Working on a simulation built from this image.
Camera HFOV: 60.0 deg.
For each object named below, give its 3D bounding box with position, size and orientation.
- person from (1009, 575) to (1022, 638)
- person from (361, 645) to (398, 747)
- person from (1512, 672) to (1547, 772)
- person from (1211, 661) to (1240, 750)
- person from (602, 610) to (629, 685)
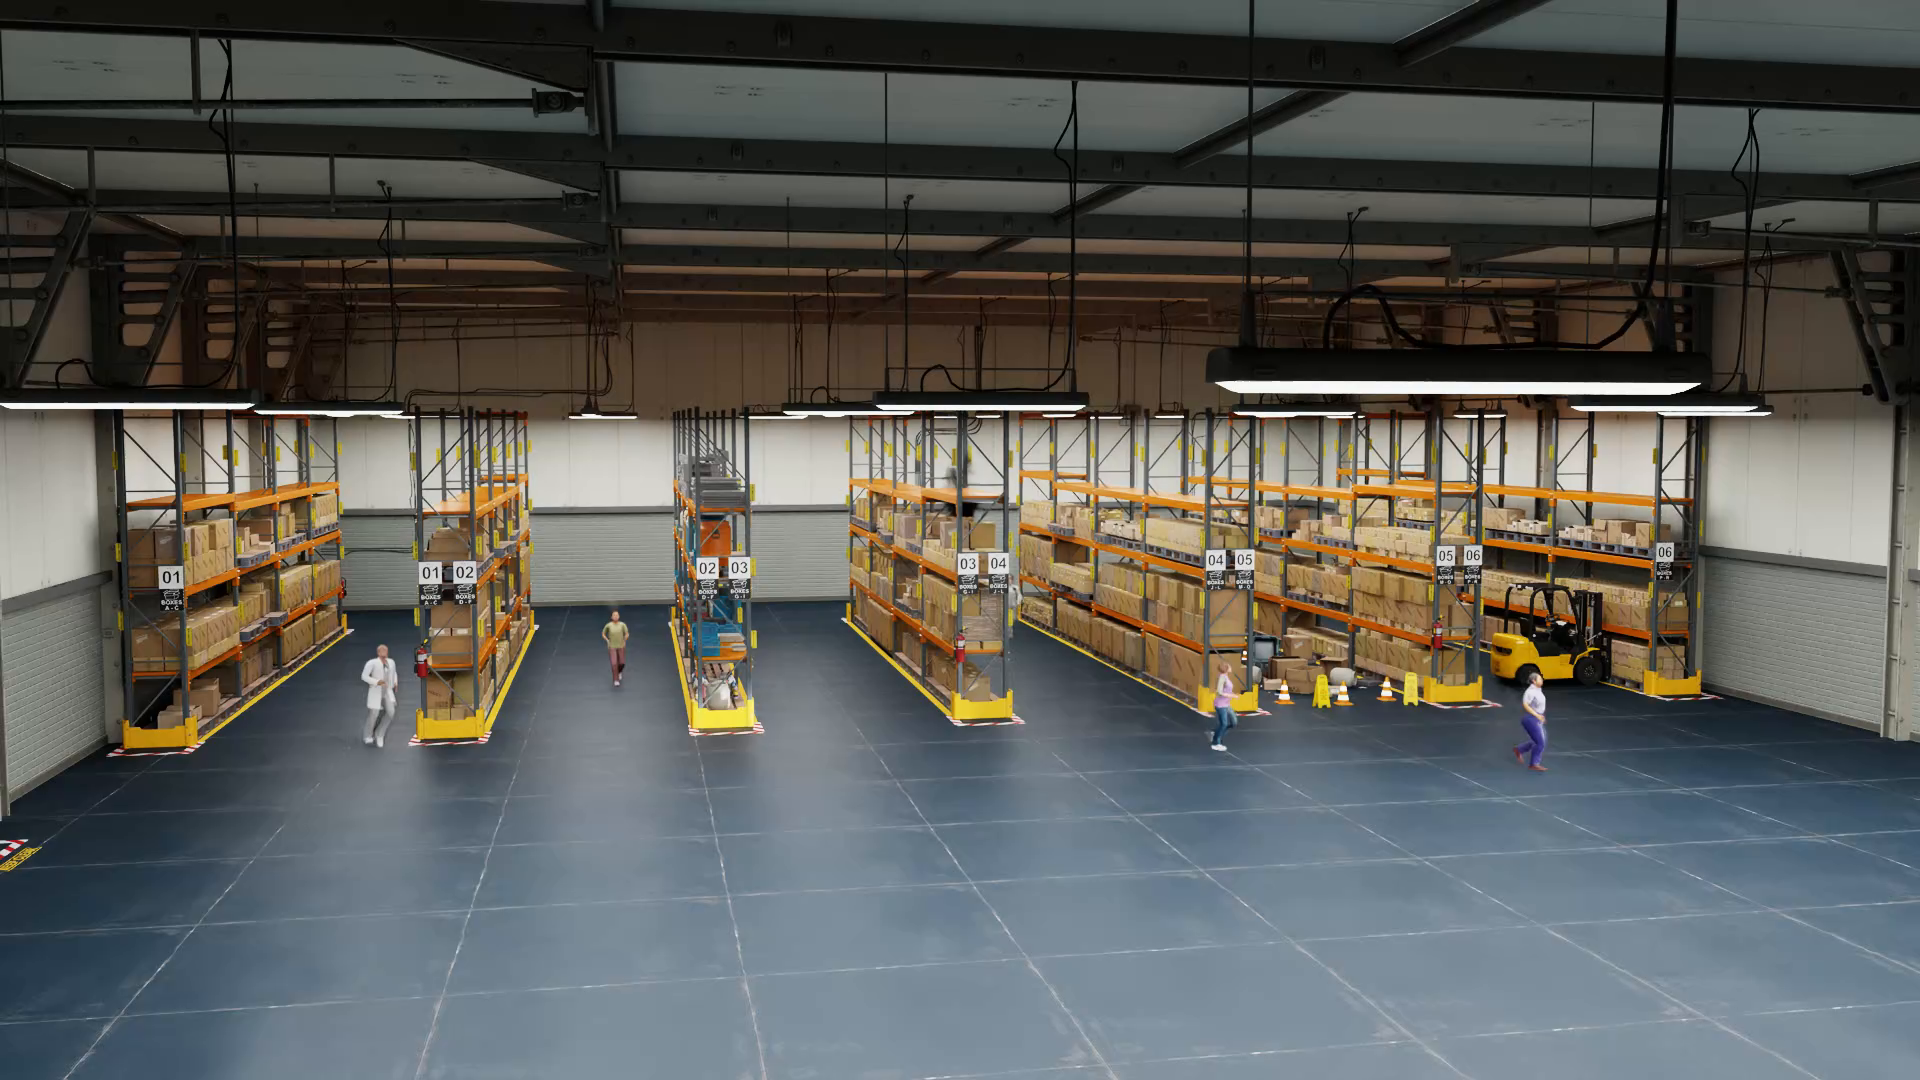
[{"bbox_3d":[1.348,1.750,44.359,0.616,1.675,0.561,0,4,-5],"label":"person"},{"bbox_3d":[-10.248,2.750,29.468,0.732,1.784,0.744,4,6,44],"label":"person"},{"bbox_3d":[9.379,2.976,27.347,0.570,1.616,0.628,2,5,29],"label":"person"},{"bbox_3d":[4.615,2.884,28.902,0.542,1.565,0.518,2,4,24],"label":"person"},{"bbox_3d":[-7.497,2.336,36.210,0.578,1.619,0.569,-1,4,-17],"label":"person"}]
